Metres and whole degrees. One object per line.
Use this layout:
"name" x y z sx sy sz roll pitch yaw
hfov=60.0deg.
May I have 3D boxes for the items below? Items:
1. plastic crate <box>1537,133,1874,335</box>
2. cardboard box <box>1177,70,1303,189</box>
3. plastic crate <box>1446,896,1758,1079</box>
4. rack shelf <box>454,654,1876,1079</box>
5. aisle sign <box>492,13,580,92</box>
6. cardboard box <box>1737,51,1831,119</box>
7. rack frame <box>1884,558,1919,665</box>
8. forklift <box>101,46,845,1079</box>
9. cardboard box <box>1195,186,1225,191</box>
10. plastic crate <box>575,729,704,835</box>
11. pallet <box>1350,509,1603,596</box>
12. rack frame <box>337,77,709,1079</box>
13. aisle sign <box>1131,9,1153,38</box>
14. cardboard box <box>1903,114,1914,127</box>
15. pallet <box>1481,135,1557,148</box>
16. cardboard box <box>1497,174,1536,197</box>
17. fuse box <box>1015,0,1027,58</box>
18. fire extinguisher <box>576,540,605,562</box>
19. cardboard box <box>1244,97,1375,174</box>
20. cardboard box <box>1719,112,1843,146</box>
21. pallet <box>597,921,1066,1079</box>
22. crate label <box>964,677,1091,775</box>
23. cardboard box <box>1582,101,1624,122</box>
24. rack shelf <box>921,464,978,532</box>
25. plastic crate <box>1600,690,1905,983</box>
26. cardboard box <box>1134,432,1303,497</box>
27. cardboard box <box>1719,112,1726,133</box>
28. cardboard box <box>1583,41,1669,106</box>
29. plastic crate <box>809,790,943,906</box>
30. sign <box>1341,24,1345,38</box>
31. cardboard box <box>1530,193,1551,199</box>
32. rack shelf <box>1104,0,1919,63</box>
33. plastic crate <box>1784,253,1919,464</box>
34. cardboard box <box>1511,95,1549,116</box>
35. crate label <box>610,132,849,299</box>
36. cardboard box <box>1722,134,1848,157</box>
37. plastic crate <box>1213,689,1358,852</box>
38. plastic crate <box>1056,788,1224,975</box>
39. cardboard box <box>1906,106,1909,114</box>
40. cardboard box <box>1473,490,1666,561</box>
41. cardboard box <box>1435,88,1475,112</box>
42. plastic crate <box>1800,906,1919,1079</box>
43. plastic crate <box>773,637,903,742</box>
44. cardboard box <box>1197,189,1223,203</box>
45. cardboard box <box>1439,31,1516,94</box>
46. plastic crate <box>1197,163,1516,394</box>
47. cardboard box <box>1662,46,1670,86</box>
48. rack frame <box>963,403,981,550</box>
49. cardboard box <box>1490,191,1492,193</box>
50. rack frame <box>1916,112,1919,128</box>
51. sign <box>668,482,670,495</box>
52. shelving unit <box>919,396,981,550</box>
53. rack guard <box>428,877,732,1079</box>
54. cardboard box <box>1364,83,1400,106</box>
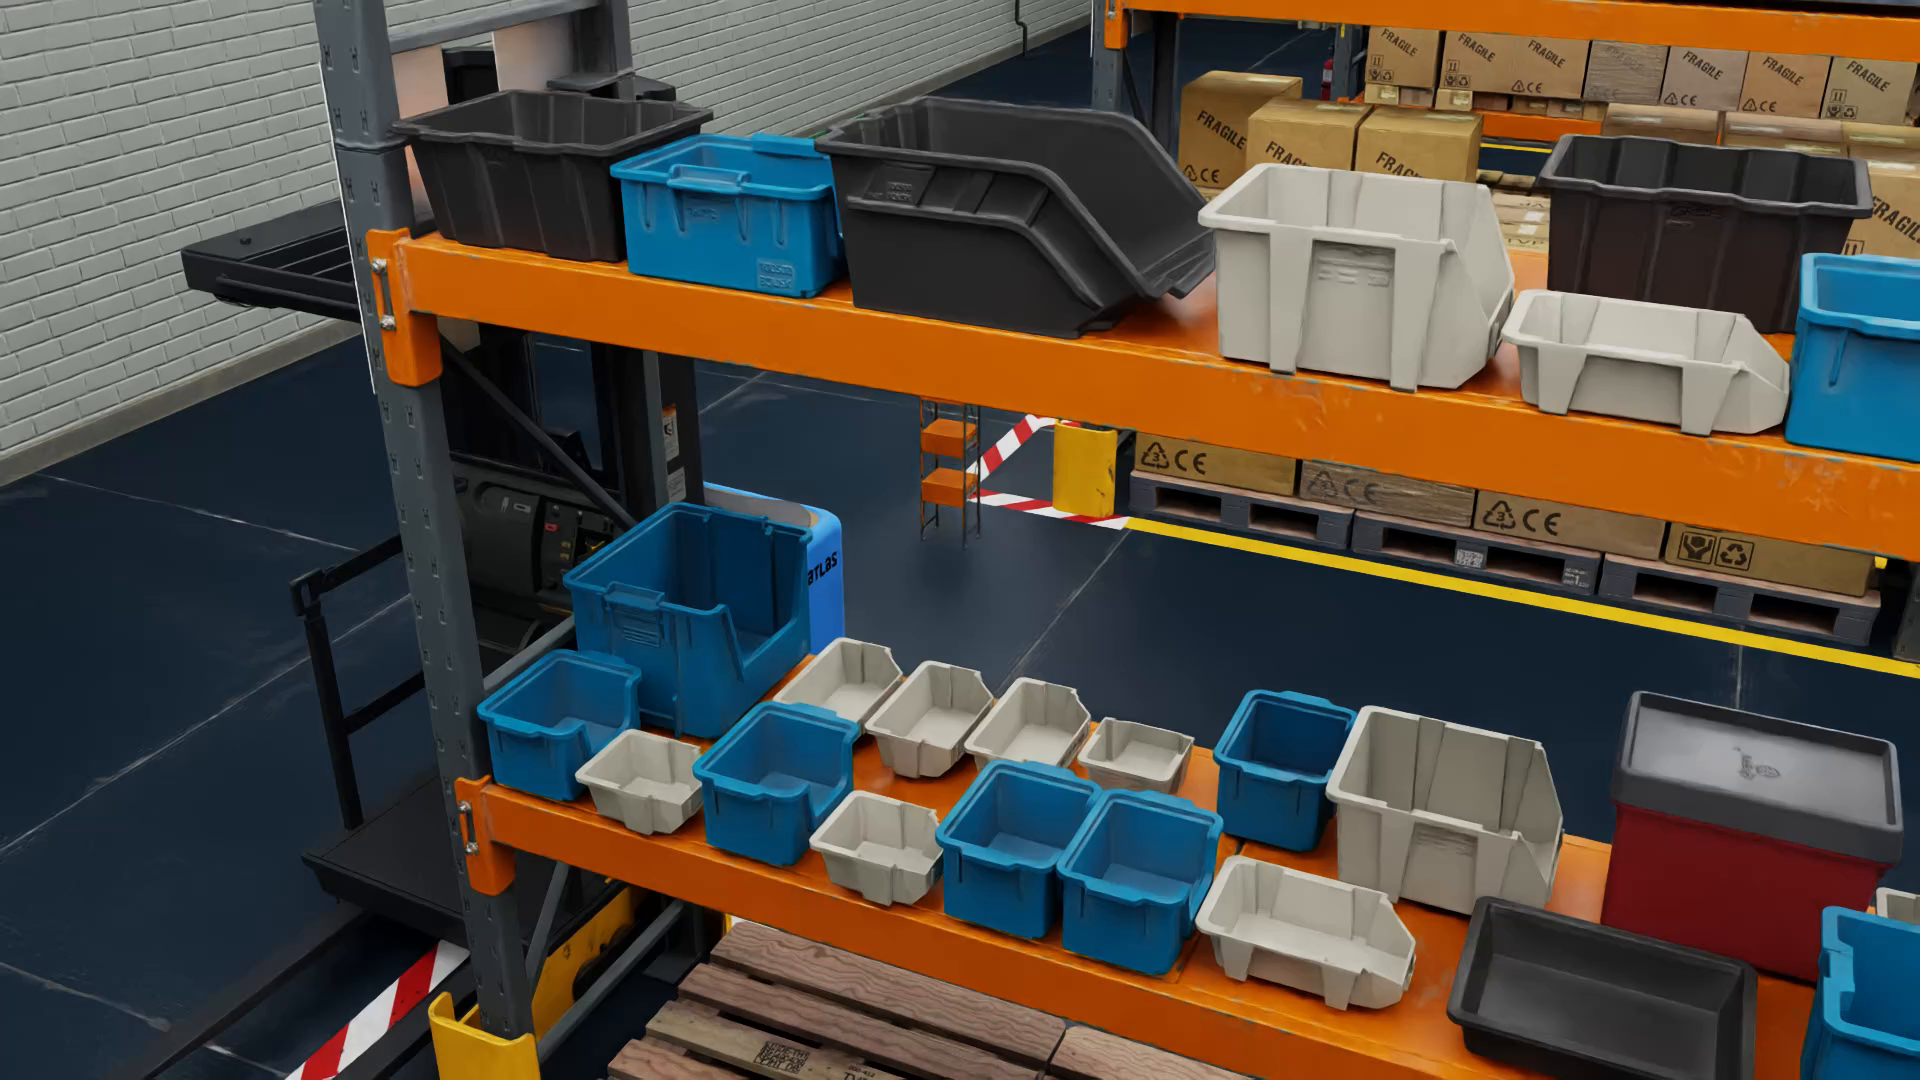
"plastic crate" 1.479 -0.617 3.360 0.590 0.269 0.497 11 28 22
"cardboard box" 1.458 -2.135 8.675 0.500 0.500 0.500 12 29 22
"plastic crate" 1.366 1.007 3.552 0.590 0.125 0.437 11 28 22
"rack shelf" 0.676 0.964 4.210 4.000 0.370 1.077 11 28 22
"aisle sign" -1.089 -1.022 4.486 0.004 0.787 0.394 11 28 22
"cardboard box" 5.662 -3.209 11.422 0.500 0.500 0.500 11 28 20
"rack frame" 4.547 -0.984 7.354 0.127 3.000 1.000 11 28 22
"forklift" -1.582 0.016 5.399 1.130 2.935 3.031 13 29 25
"cardboard box" 1.456 -1.800 8.843 0.500 0.250 0.500 11 28 21
"plastic crate" -0.799 0.637 4.292 0.298 0.136 0.250 11 28 22
"pallet" 2.772 -0.126 8.768 1.213 0.211 1.003 11 28 22
"rack frame" -1.145 0.276 4.794 0.127 3.000 1.000 11 28 22
"aisle sign" 0.964 -3.016 8.537 0.004 0.787 0.394 11 28 22
"cardboard box" 6.335 -2.806 11.337 0.250 0.149 0.380 11 28 21
"pallet" 5.768 -4.335 17.315 1.213 0.211 1.003 11 28 22
"cardboard box" 4.340 -2.735 12.988 0.250 0.149 0.380 10 28 20
"fuse box" 0.867 -6.962 20.954 0.414 1.711 0.539 11 28 22
"fire extinguisher" -1.094 0.267 5.321 0.183 0.674 0.296 11 28 22
"cardboard box" 1.686 -1.831 8.057 0.500 0.500 0.500 11 28 21
"cardboard box" 3.771 -1.671 7.731 0.500 0.500 0.500 11 28 22
"pallet" -0.410 1.693 5.072 1.213 0.211 1.003 11 28 22
"crate label" 0.194 0.543 4.481 0.243 0.136 0.396 11 28 22
"cardboard box" 4.651 -3.123 11.982 0.250 0.149 0.380 12 29 24
"rack shelf" -0.049 -0.222 8.665 0.240 0.259 0.215 11 28 22
"plastic crate" 1.787 0.687 3.818 0.583 0.464 0.402 11 28 22
"cardboard box" 1.521 -0.866 9.043 0.875 0.875 0.875 11 28 22
"cardboard box" 5.353 -2.977 11.684 0.250 0.149 0.380 10 28 20
"cardboard box" 4.750 -3.404 11.818 0.500 0.500 0.500 11 28 20
"plastic crate" -0.181 0.761 4.040 0.298 0.136 0.250 11 28 22
"sign" 2.826 -3.862 12.218 0.005 0.325 0.100 11 28 22
"cardboard box" 4.373 -2.469 12.448 0.250 0.149 0.380 13 29 24
"rack shelf" 2.726 -2.373 7.593 4.000 0.370 1.077 11 28 22
"plastic crate" 1.536 -0.302 2.760 0.300 0.233 0.416 11 28 22
"cardboard box" 4.211 -3.236 12.210 0.250 0.149 0.380 11 28 21
"crate label" -0.439 -0.705 3.558 0.502 0.251 0.408 11 28 22
"cardboard box" 3.563 -1.457 7.297 0.500 0.500 0.500 12 29 22
"plastic crate" 0.831 0.596 4.265 0.300 0.233 0.416 11 28 22
"plastic crate" 0.415 0.797 3.857 0.300 0.233 0.416 11 28 22
"cardboard box" 6.569 -3.031 11.795 0.250 0.149 0.380 12 29 24
"cardboard box" 3.160 -0.537 8.375 0.875 0.875 0.875 11 28 22
"cardboard box" 3.681 -3.287 12.316 0.250 0.149 0.380 11 28 20
"plastic crate" 1.930 1.039 3.194 0.575 0.384 0.392 11 28 22
"plastic crate" -0.328 0.443 4.684 0.243 0.136 0.396 11 28 22
"cardboard box" 1.231 -1.586 8.408 0.500 0.250 0.500 11 28 20
"cardboard box" 3.843 -3.589 12.194 0.500 0.500 0.500 11 28 22
"plastic crate" 0.745 -0.488 3.083 0.530 0.282 0.437 11 28 22
"cardboard box" 4.948 -3.611 12.238 0.500 0.500 0.500 13 29 24
"rack frame" 0.062 -0.458 8.493 0.008 1.050 0.200 11 28 22
"cardboard box" 3.864 -2.536 12.584 0.250 0.149 0.380 11 28 22
"rack frame" 6.692 -2.960 11.367 0.127 3.000 1.000 11 28 22
"sign" -0.932 -0.022 5.213 0.005 0.325 0.100 11 28 22
"shelving unit" -0.049 -0.481 8.538 0.252 1.050 0.215 11 28 22
"rack guard" -1.172 1.398 5.345 0.348 0.500 1.175 11 28 22
"cardboard box" 3.210 -3.388 12.520 0.250 0.149 0.380 11 28 21
